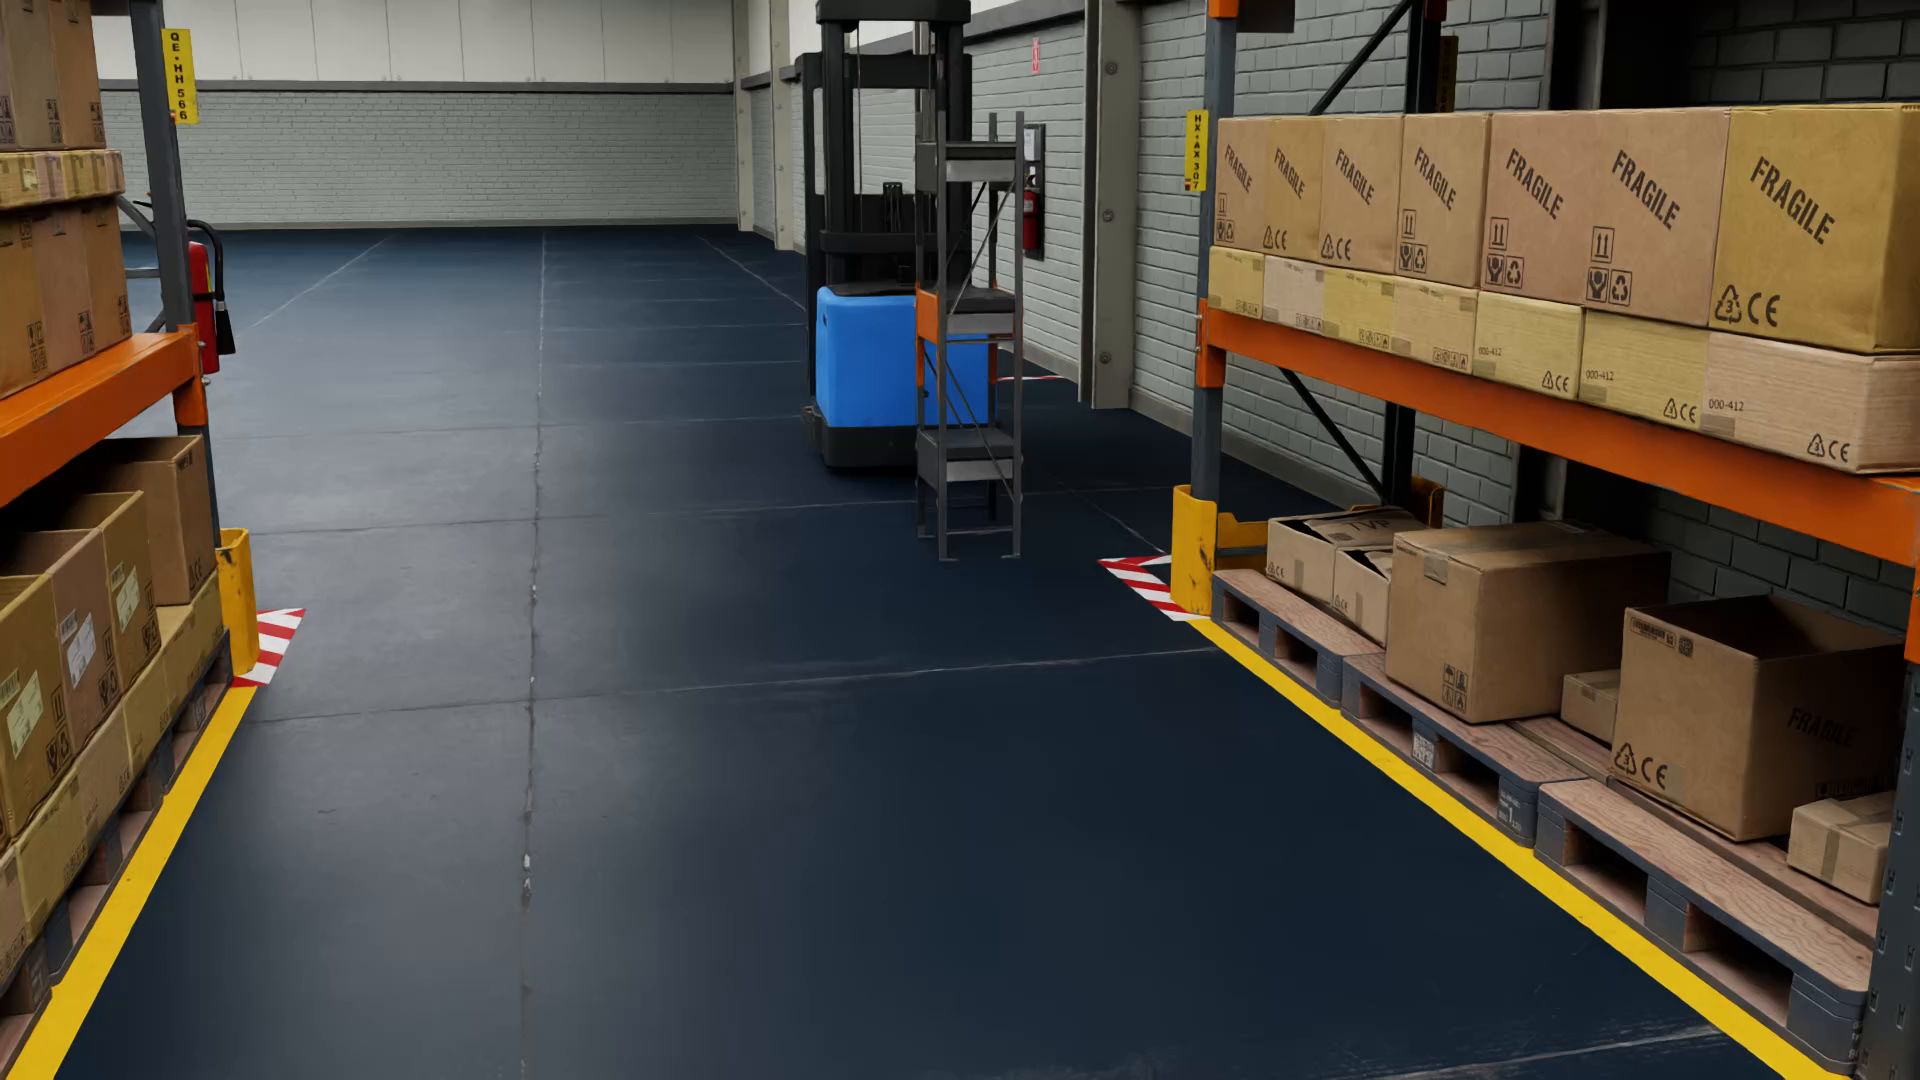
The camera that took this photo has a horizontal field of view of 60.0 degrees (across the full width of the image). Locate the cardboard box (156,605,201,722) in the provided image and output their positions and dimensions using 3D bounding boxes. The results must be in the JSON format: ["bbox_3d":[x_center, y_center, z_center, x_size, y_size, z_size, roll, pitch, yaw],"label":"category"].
[{"bbox_3d":[-2.764,0.410,5.335,0.500,0.250,0.500,-3,14,-13],"label":"cardboard box"}]

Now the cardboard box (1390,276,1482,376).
[{"bbox_3d":[1.680,-0.673,5.136,0.500,0.250,0.500,-3,14,-13],"label":"cardboard box"}]

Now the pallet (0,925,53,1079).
[{"bbox_3d":[-2.513,1.148,3.282,1.003,0.211,1.213,-3,14,-13],"label":"pallet"}]

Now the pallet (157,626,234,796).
[{"bbox_3d":[-3.086,0.585,5.586,1.003,0.211,1.213,-3,14,-13],"label":"pallet"}]

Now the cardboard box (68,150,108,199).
[{"bbox_3d":[-2.968,-1.169,5.314,0.380,0.149,0.250,-3,14,-12],"label":"cardboard box"}]

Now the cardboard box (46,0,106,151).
[{"bbox_3d":[-3.196,-1.501,5.308,0.700,0.500,0.500,-3,14,-13],"label":"cardboard box"}]

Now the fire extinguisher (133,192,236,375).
[{"bbox_3d":[-2.882,-0.959,6.194,0.296,0.674,0.183,-3,14,-13],"label":"fire extinguisher"}]

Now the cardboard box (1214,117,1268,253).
[{"bbox_3d":[1.328,-1.394,6.508,0.500,0.500,0.500,-3,14,-13],"label":"cardboard box"}]

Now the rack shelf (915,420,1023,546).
[{"bbox_3d":[0.039,-0.289,8.191,0.431,0.518,0.480,-3,14,-13],"label":"rack shelf"}]

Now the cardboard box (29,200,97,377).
[{"bbox_3d":[-3.081,-0.762,5.017,0.700,0.500,0.500,-3,14,-12],"label":"cardboard box"}]

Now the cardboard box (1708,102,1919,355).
[{"bbox_3d":[2.036,-0.690,3.626,0.500,0.500,0.500,-3,14,-13],"label":"cardboard box"}]

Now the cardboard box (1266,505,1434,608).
[{"bbox_3d":[1.583,0.037,6.694,0.500,0.311,0.500,-5,15,-20],"label":"cardboard box"}]

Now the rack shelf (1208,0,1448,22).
[{"bbox_3d":[1.978,-1.866,4.942,1.077,0.370,4.000,-3,14,-13],"label":"rack shelf"}]

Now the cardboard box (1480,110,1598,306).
[{"bbox_3d":[1.805,-0.922,4.574,0.500,0.500,0.500,-4,14,-15],"label":"cardboard box"}]

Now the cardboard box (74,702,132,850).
[{"bbox_3d":[-2.529,0.641,4.391,0.500,0.250,0.500,-3,14,-13],"label":"cardboard box"}]

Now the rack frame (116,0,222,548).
[{"bbox_3d":[-3.306,-0.943,5.967,1.000,3.000,0.127,-3,14,-13],"label":"rack frame"}]

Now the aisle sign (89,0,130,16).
[{"bbox_3d":[-3.036,-2.238,5.788,0.394,0.787,0.004,-3,14,-13],"label":"aisle sign"}]

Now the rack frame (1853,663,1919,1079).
[{"bbox_3d":[2.448,-0.297,3.324,1.000,3.000,0.127,-3,14,-13],"label":"rack frame"}]

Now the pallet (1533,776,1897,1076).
[{"bbox_3d":[2.255,0.904,4.281,1.003,0.211,1.213,-3,14,-13],"label":"pallet"}]

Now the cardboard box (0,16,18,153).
[{"bbox_3d":[-2.949,-1.264,4.337,0.700,0.500,0.500,-3,14,-13],"label":"cardboard box"}]

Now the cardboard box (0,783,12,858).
[{"bbox_3d":[-2.296,0.508,3.357,0.500,0.500,0.500,-3,14,-13],"label":"cardboard box"}]

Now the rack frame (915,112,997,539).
[{"bbox_3d":[-0.018,-1.038,8.252,0.400,2.100,0.015,-3,14,-13],"label":"rack frame"}]

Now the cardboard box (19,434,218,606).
[{"bbox_3d":[-2.891,-0.069,5.716,0.500,0.500,0.500,-3,14,-13],"label":"cardboard box"}]

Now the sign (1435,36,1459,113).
[{"bbox_3d":[2.052,-1.962,7.034,0.100,0.325,0.005,-3,14,-13],"label":"sign"}]

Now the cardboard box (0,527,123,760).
[{"bbox_3d":[-2.526,0.277,4.303,0.500,0.500,0.500,-3,14,-13],"label":"cardboard box"}]

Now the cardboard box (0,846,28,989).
[{"bbox_3d":[-2.293,0.872,3.447,0.500,0.250,0.500,-3,14,-13],"label":"cardboard box"}]

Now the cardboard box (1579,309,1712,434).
[{"bbox_3d":[1.933,-0.442,4.190,0.500,0.250,0.500,-3,14,-13],"label":"cardboard box"}]

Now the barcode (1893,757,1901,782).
[{"bbox_3d":[2.540,0.626,4.473,0.001,0.075,0.075,-3,14,-13],"label":"barcode"}]

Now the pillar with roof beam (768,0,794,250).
[{"bbox_3d":[-7.308,-9.318,27.605,9.100,9.000,0.400,-3,14,-13],"label":"pillar with roof beam"}]

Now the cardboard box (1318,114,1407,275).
[{"bbox_3d":[1.550,-1.160,5.550,0.500,0.500,0.500,-4,14,-15],"label":"cardboard box"}]

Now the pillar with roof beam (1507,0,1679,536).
[{"bbox_3d":[-1.671,-3.781,4.943,9.100,9.000,0.400,-3,14,-13],"label":"pillar with roof beam"}]

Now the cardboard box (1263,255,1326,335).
[{"bbox_3d":[1.450,-0.908,6.096,0.500,0.250,0.500,-4,14,-15],"label":"cardboard box"}]

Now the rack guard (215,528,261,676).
[{"bbox_3d":[-3.312,0.266,6.287,1.175,0.500,0.348,-3,14,-13],"label":"rack guard"}]

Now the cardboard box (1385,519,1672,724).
[{"bbox_3d":[1.841,0.249,5.429,0.700,0.500,0.500,-4,14,-17],"label":"cardboard box"}]

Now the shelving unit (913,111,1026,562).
[{"bbox_3d":[0.039,-0.982,8.022,0.431,2.100,0.503,-3,14,-13],"label":"shelving unit"}]

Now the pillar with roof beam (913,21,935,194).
[{"bbox_3d":[-4.490,-6.550,16.274,9.100,9.000,0.400,-3,14,-13],"label":"pillar with roof beam"}]

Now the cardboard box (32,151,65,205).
[{"bbox_3d":[-2.851,-1.052,4.835,0.380,0.149,0.250,-3,14,-12],"label":"cardboard box"}]

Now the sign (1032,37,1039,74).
[{"bbox_3d":[0.656,-4.197,14.400,0.001,0.298,0.199,-3,14,-13],"label":"sign"}]

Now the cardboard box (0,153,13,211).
[{"bbox_3d":[-2.726,-0.931,4.339,0.380,0.149,0.250,-3,14,-12],"label":"cardboard box"}]

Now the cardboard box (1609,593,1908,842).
[{"bbox_3d":[2.165,0.466,4.539,0.500,0.500,0.500,-4,14,-17],"label":"cardboard box"}]

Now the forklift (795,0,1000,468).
[{"bbox_3d":[-0.506,-2.156,11.077,1.130,2.935,3.031,-2,14,-9],"label":"forklift"}]
